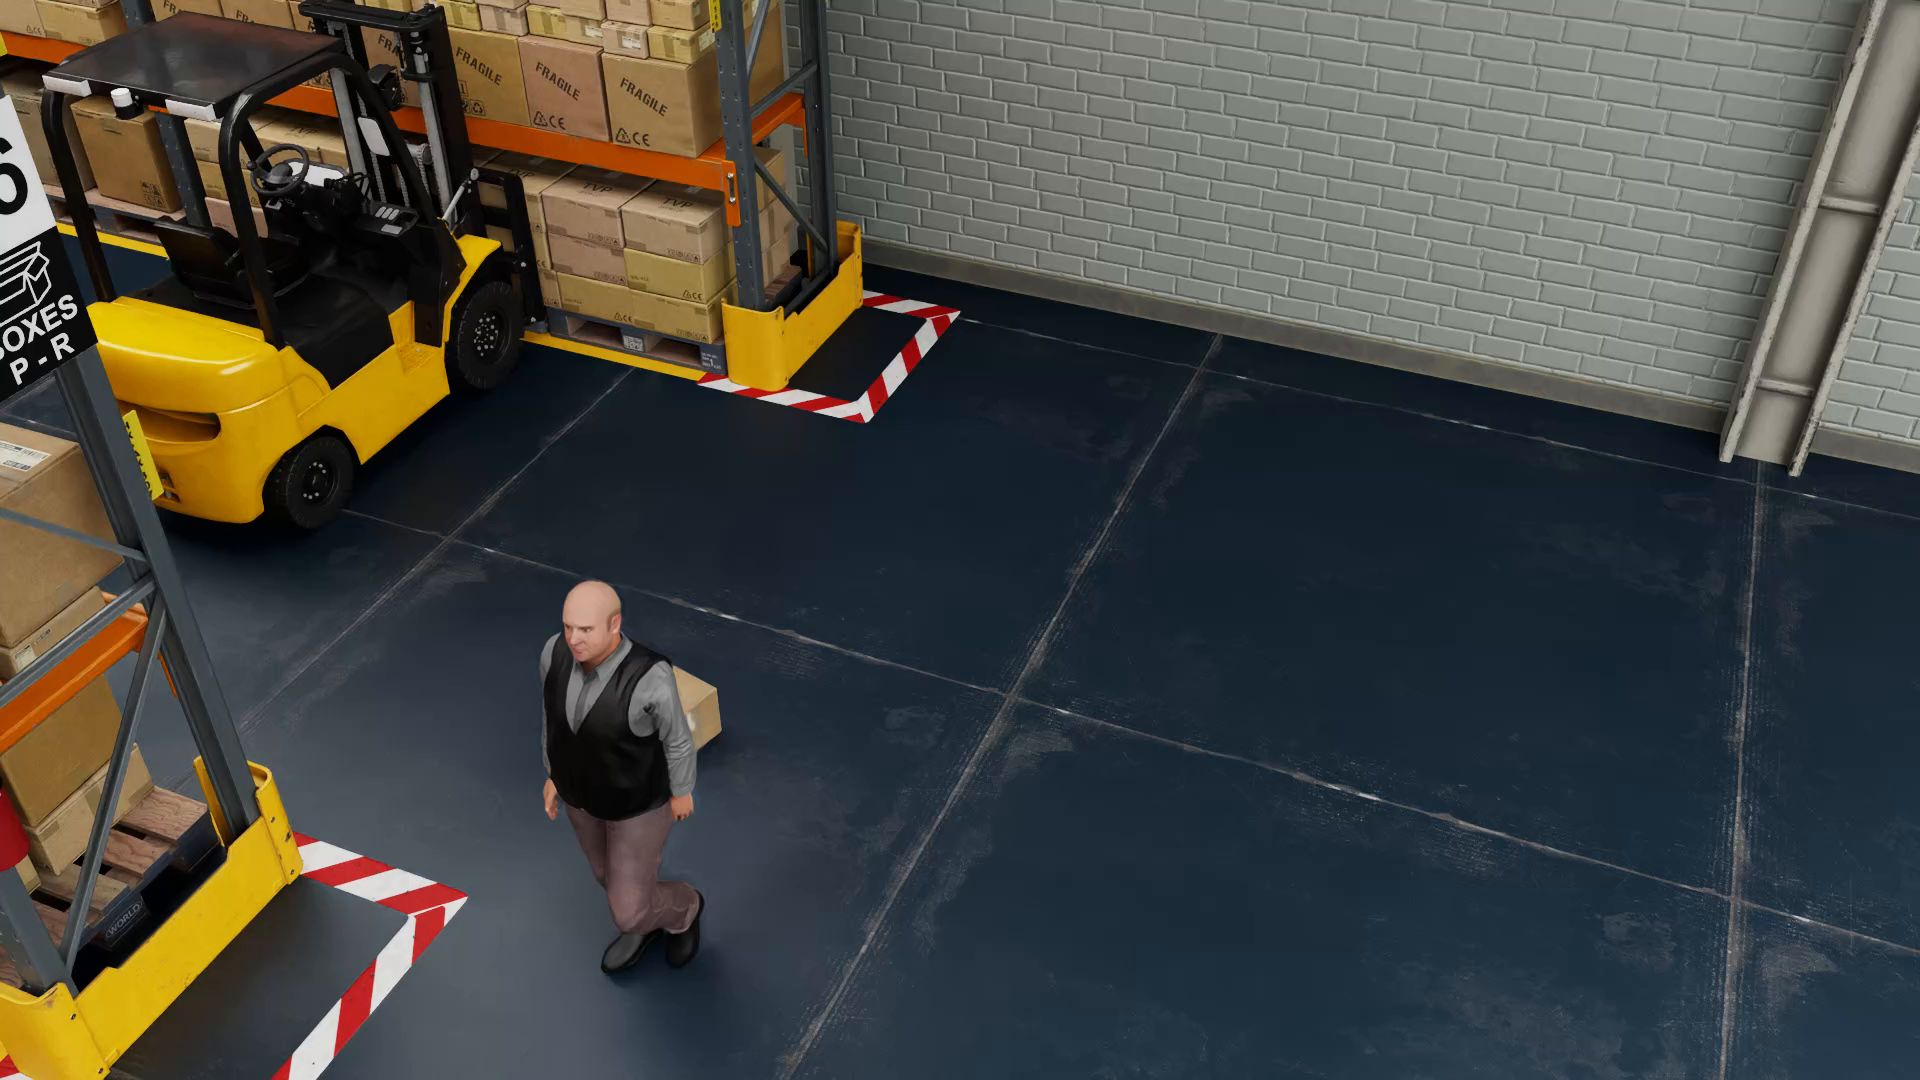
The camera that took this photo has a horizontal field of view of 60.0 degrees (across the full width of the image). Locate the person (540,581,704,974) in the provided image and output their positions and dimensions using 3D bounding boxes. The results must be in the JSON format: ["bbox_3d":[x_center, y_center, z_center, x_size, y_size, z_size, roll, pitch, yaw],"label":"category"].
[{"bbox_3d":[-1.182,0.875,5.658,0.546,1.725,0.452,18,41,22],"label":"person"}]
